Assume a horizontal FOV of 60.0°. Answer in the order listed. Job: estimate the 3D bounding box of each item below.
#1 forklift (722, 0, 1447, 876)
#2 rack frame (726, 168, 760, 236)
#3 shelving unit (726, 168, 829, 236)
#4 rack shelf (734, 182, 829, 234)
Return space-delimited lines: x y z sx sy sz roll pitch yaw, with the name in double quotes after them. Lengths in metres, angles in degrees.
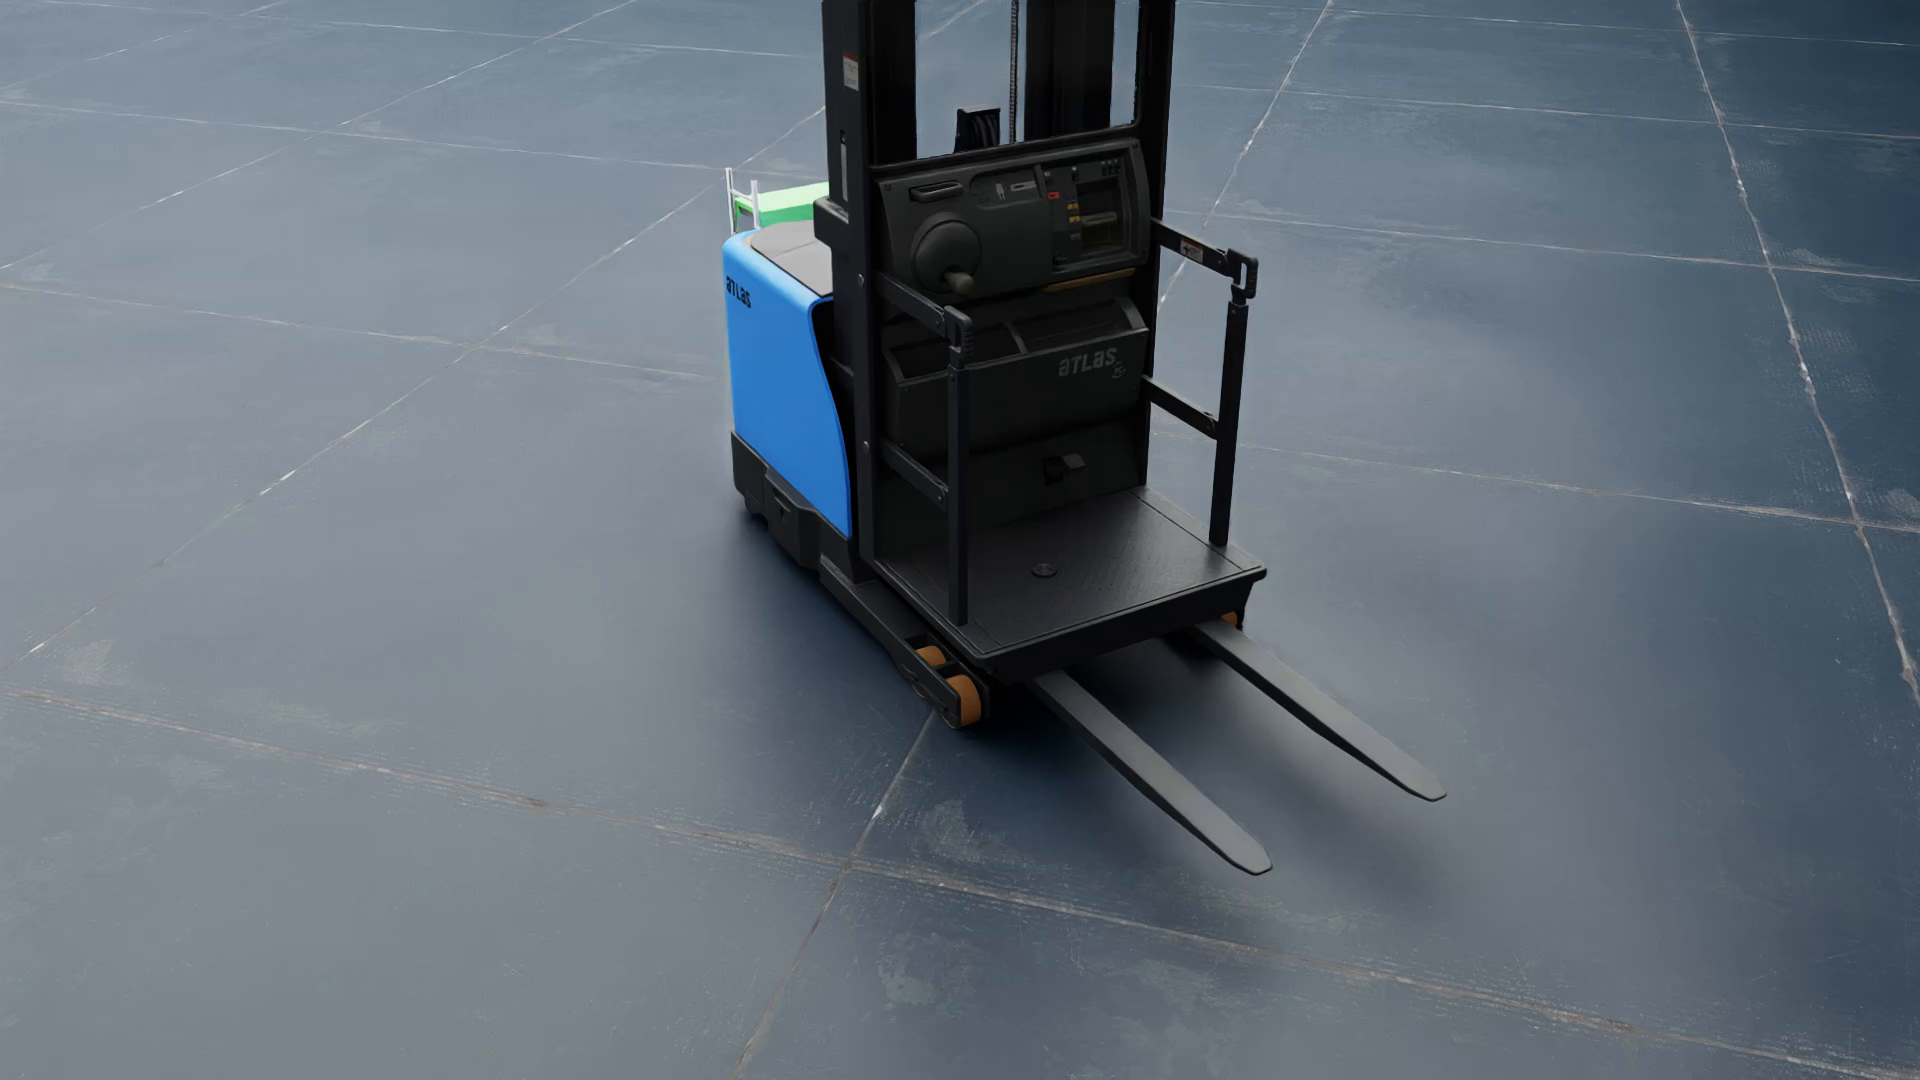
0.290 -0.948 4.940 1.130 2.935 3.031 -16 33 -26 "forklift"
-0.806 -0.834 6.503 0.015 1.200 0.240 -17 31 -28 "rack frame"
-0.599 -0.897 6.616 0.503 1.200 0.258 -17 31 -28 "shelving unit"
-0.610 -1.268 6.428 0.480 0.148 0.258 -17 31 -28 "rack shelf"
